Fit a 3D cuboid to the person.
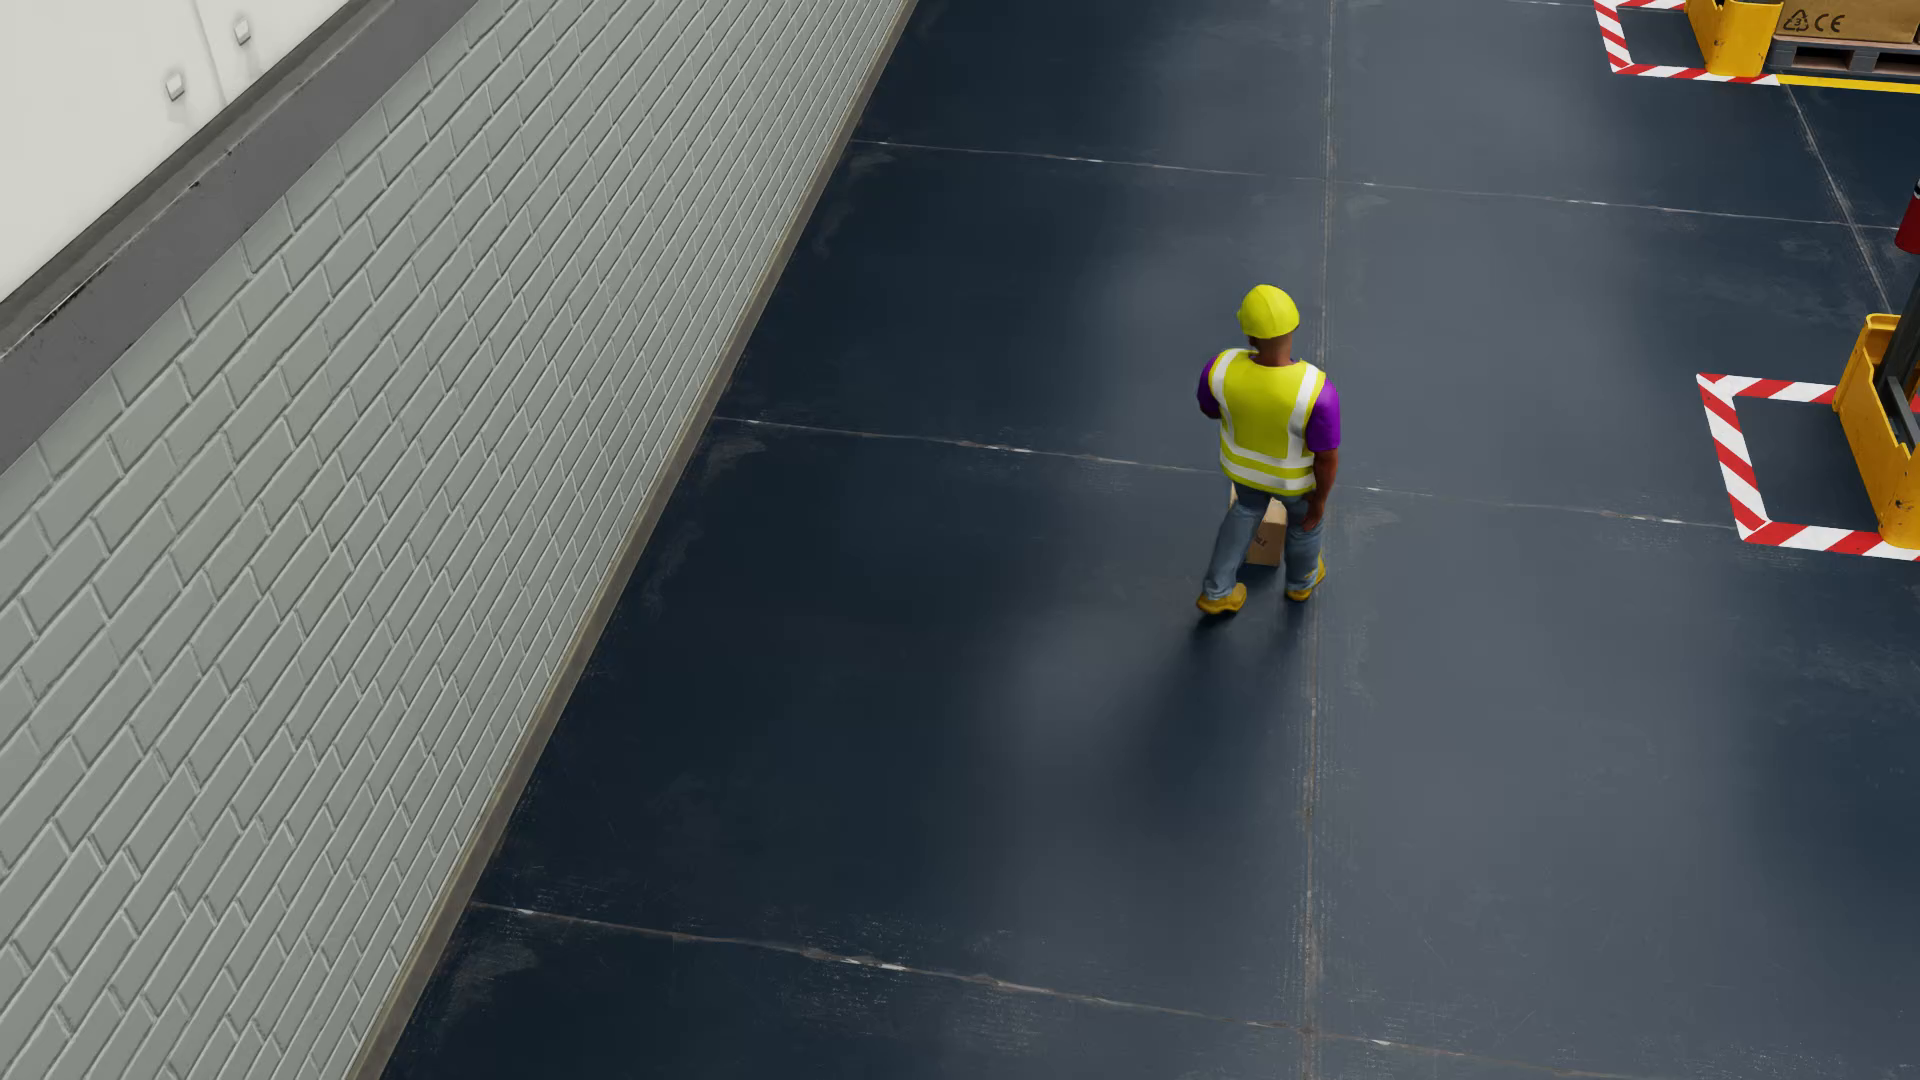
[{"bbox_3d":[1.287,-0.381,6.634,0.597,1.704,0.785,22,45,23],"label":"person"}]
